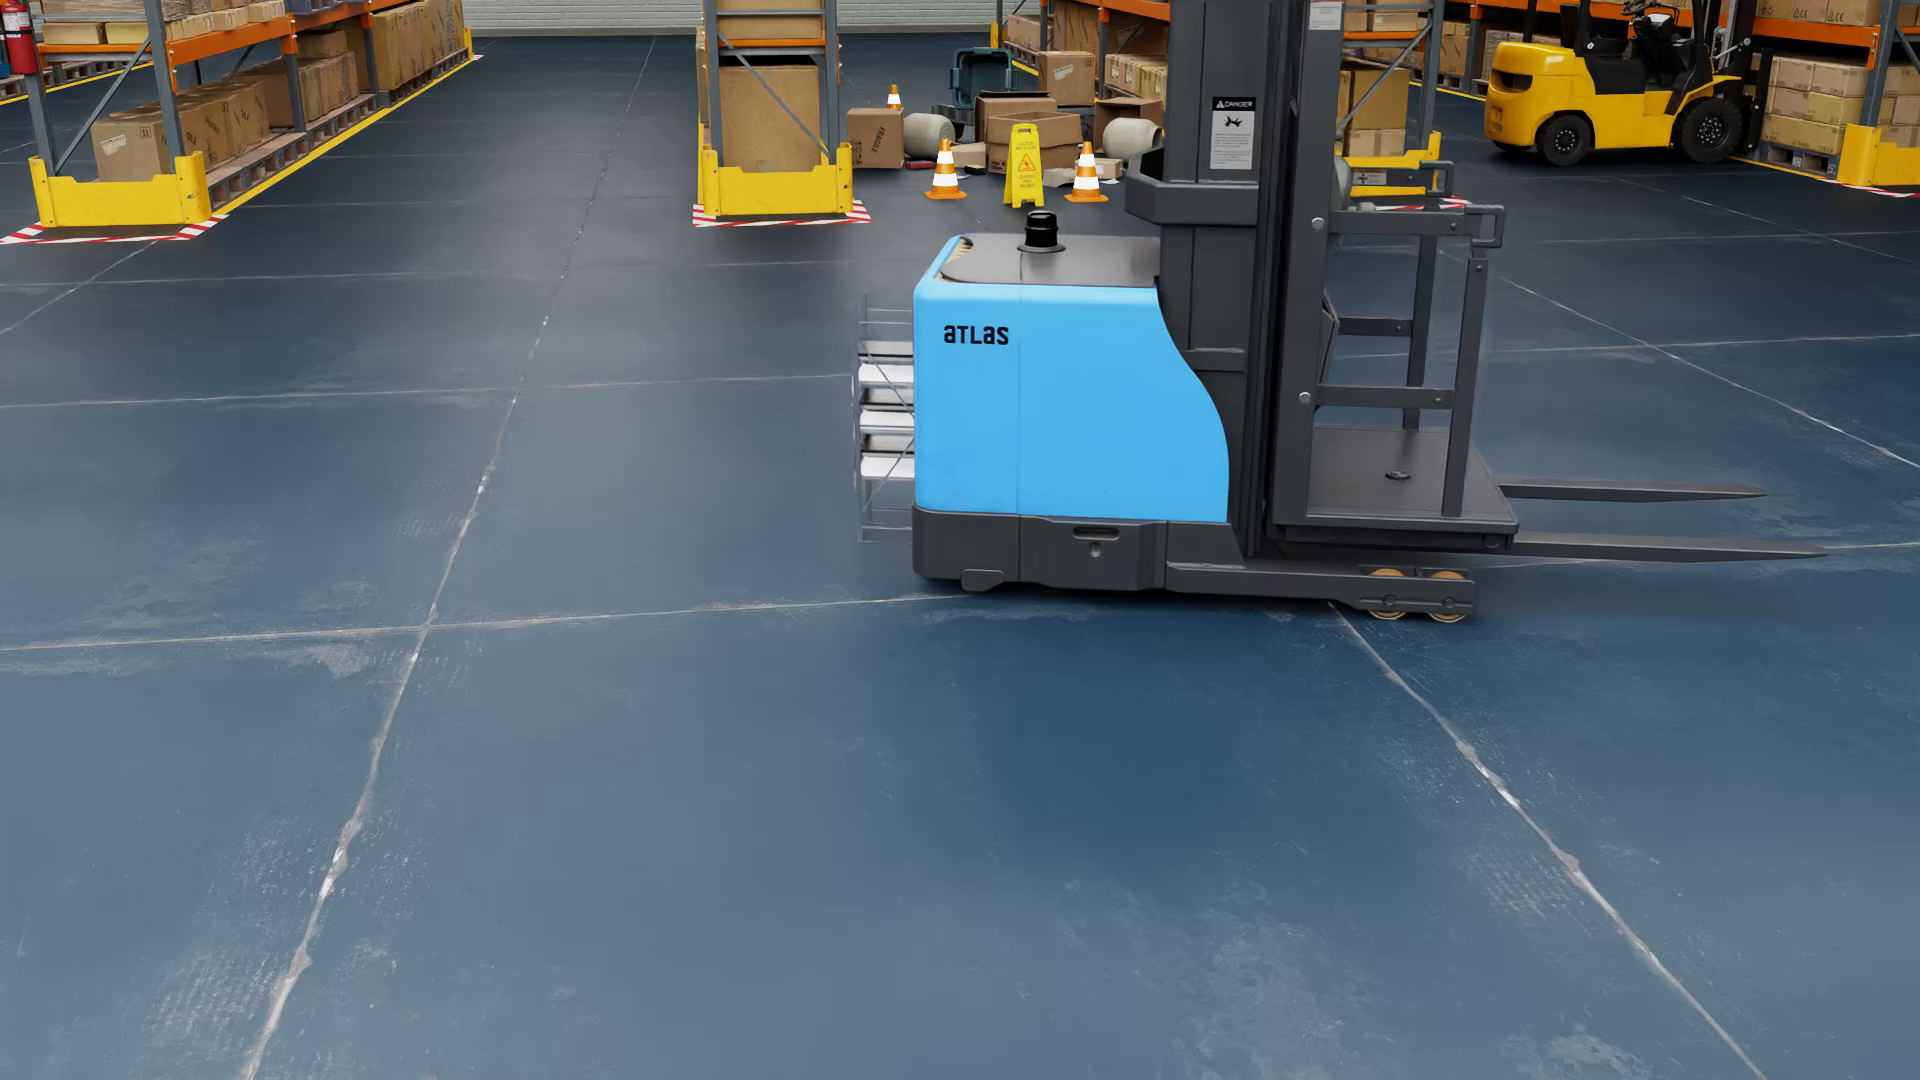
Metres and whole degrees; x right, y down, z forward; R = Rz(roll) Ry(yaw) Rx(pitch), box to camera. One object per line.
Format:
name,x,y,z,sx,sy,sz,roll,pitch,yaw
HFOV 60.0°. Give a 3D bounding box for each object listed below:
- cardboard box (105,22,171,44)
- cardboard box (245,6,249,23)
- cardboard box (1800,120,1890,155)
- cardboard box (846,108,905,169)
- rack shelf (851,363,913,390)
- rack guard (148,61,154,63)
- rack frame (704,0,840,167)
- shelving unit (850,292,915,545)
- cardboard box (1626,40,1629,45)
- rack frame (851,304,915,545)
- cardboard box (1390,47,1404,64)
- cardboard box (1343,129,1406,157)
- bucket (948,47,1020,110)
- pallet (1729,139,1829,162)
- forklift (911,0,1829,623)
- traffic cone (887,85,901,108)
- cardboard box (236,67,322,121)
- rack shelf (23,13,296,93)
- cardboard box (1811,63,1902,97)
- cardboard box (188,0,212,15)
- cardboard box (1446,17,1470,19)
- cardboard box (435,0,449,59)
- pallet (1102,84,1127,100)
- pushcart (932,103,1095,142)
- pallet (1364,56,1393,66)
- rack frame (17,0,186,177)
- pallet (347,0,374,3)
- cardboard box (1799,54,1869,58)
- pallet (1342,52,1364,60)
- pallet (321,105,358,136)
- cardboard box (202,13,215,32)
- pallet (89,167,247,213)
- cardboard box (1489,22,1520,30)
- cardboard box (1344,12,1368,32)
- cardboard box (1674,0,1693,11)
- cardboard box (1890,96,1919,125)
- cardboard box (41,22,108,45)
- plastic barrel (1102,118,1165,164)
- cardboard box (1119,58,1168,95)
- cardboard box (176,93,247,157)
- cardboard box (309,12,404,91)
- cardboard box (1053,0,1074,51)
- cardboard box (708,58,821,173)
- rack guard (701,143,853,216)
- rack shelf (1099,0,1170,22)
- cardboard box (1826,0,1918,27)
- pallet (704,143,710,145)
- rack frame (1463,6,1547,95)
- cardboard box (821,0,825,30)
cardboard box,-6.176,-3.815,12.502,0.380,0.149,0.250,-3,21,-8
cardboard box,-6.571,-4.679,14.815,0.380,0.149,0.250,-3,21,-8
cardboard box,7.966,-3.629,14.974,0.500,0.250,0.500,-3,21,-7
cardboard box,-0.786,-3.766,15.582,0.500,0.500,0.500,1,20,2
rack shelf,-0.253,-0.582,6.067,0.258,0.077,0.200,2,21,6
rack guard,-13.595,-7.948,26.783,1.175,0.500,0.348,-3,21,-8
rack frame,-1.448,-4.037,12.738,1.000,3.000,0.127,-3,21,-8
shelving unit,-0.253,-0.444,6.118,0.258,0.900,0.210,2,21,6
cardboard box,7.579,-5.492,19.426,0.875,0.625,0.625,-3,21,-8
rack frame,-0.265,-0.409,6.024,0.240,0.900,0.006,2,21,6
cardboard box,6.618,-7.218,24.227,0.500,0.500,0.500,-4,21,-9
cardboard box,3.593,-3.524,14.693,0.500,0.250,0.500,-3,21,-8
bucket,0.276,-4.670,16.938,0.726,0.611,0.620,4,11,11
pallet,8.022,-3.951,16.493,1.003,0.211,1.213,-3,21,-8
forklift,1.389,-1.297,5.501,3.031,2.935,1.130,2,21,6
traffic cone,-0.724,-4.774,18.337,0.336,0.463,0.334,-3,21,-8
cardboard box,-7.065,-4.622,17.247,0.700,0.500,0.500,-3,21,-8
rack shelf,-6.660,-4.177,14.142,1.077,0.370,4.000,-3,21,-8
cardboard box,7.972,-4.094,14.791,0.500,0.250,0.500,-2,21,-6
cardboard box,-6.643,-4.542,13.522,0.875,0.500,0.500,-3,21,-8
cardboard box,7.190,-7.410,23.813,0.380,0.149,0.250,-4,21,-10
cardboard box,-8.247,-7.722,25.041,0.875,0.875,0.875,-3,21,-8
pallet,2.393,-5.515,20.679,1.003,0.211,1.213,-3,21,-8
pushcart,0.610,-4.346,17.313,1.648,0.377,0.936,-11,23,-26
pallet,6.771,-7.142,25.037,1.003,0.211,1.213,-3,21,-8
rack frame,-6.371,-3.822,12.162,1.000,3.000,0.127,-3,21,-8
pallet,-7.316,-6.260,18.965,1.213,0.211,1.003,-3,21,-8
cardboard box,8.328,-4.473,15.805,0.500,0.250,0.500,-3,21,-8
pallet,6.519,-7.660,26.423,1.003,0.211,1.213,-3,21,-8
pallet,-7.241,-4.593,18.213,1.003,0.211,1.213,-3,21,-8
cardboard box,-6.363,-4.247,13.660,0.380,0.149,0.250,-3,21,-8
pallet,-6.464,-2.825,13.478,1.003,0.211,1.213,-3,21,-8
cardboard box,7.415,-6.962,22.616,0.380,0.149,0.250,-2,21,-6
cardboard box,3.170,-4.323,13.862,0.380,0.149,0.250,-2,21,-6
cardboard box,7.667,-5.659,16.937,0.500,0.500,0.500,-3,21,-7
cardboard box,8.484,-3.889,14.958,0.500,0.250,0.500,-3,21,-7
cardboard box,-6.617,-3.792,12.442,0.380,0.149,0.250,-3,21,-8
plastic barrel,1.639,-3.754,15.661,0.512,0.421,0.421,12,24,30
cardboard box,2.468,-5.606,20.094,0.950,0.372,0.625,-3,21,-9
cardboard box,-6.672,-3.683,14.763,0.500,0.500,0.500,-5,21,-13
cardboard box,-7.603,-6.033,20.519,1.225,0.875,0.875,-4,21,-10
cardboard box,1.874,-7.467,24.358,0.875,0.875,0.875,-2,21,-6
cardboard box,-1.612,-3.470,13.656,0.875,0.875,0.875,-3,21,-7
rack guard,-1.445,-2.858,13.153,1.175,0.500,0.348,-3,21,-8
rack shelf,2.570,-6.062,19.188,1.077,0.370,4.000,-3,21,-8
cardboard box,8.016,-4.777,14.577,0.500,0.500,0.500,-3,21,-9
pallet,-1.814,-3.425,15.085,1.003,0.211,1.213,-3,21,-8
rack frame,7.193,-7.343,21.590,1.000,3.000,0.127,-3,21,-8
cardboard box,-1.604,-4.623,14.092,0.875,0.550,0.550,-3,21,-8
